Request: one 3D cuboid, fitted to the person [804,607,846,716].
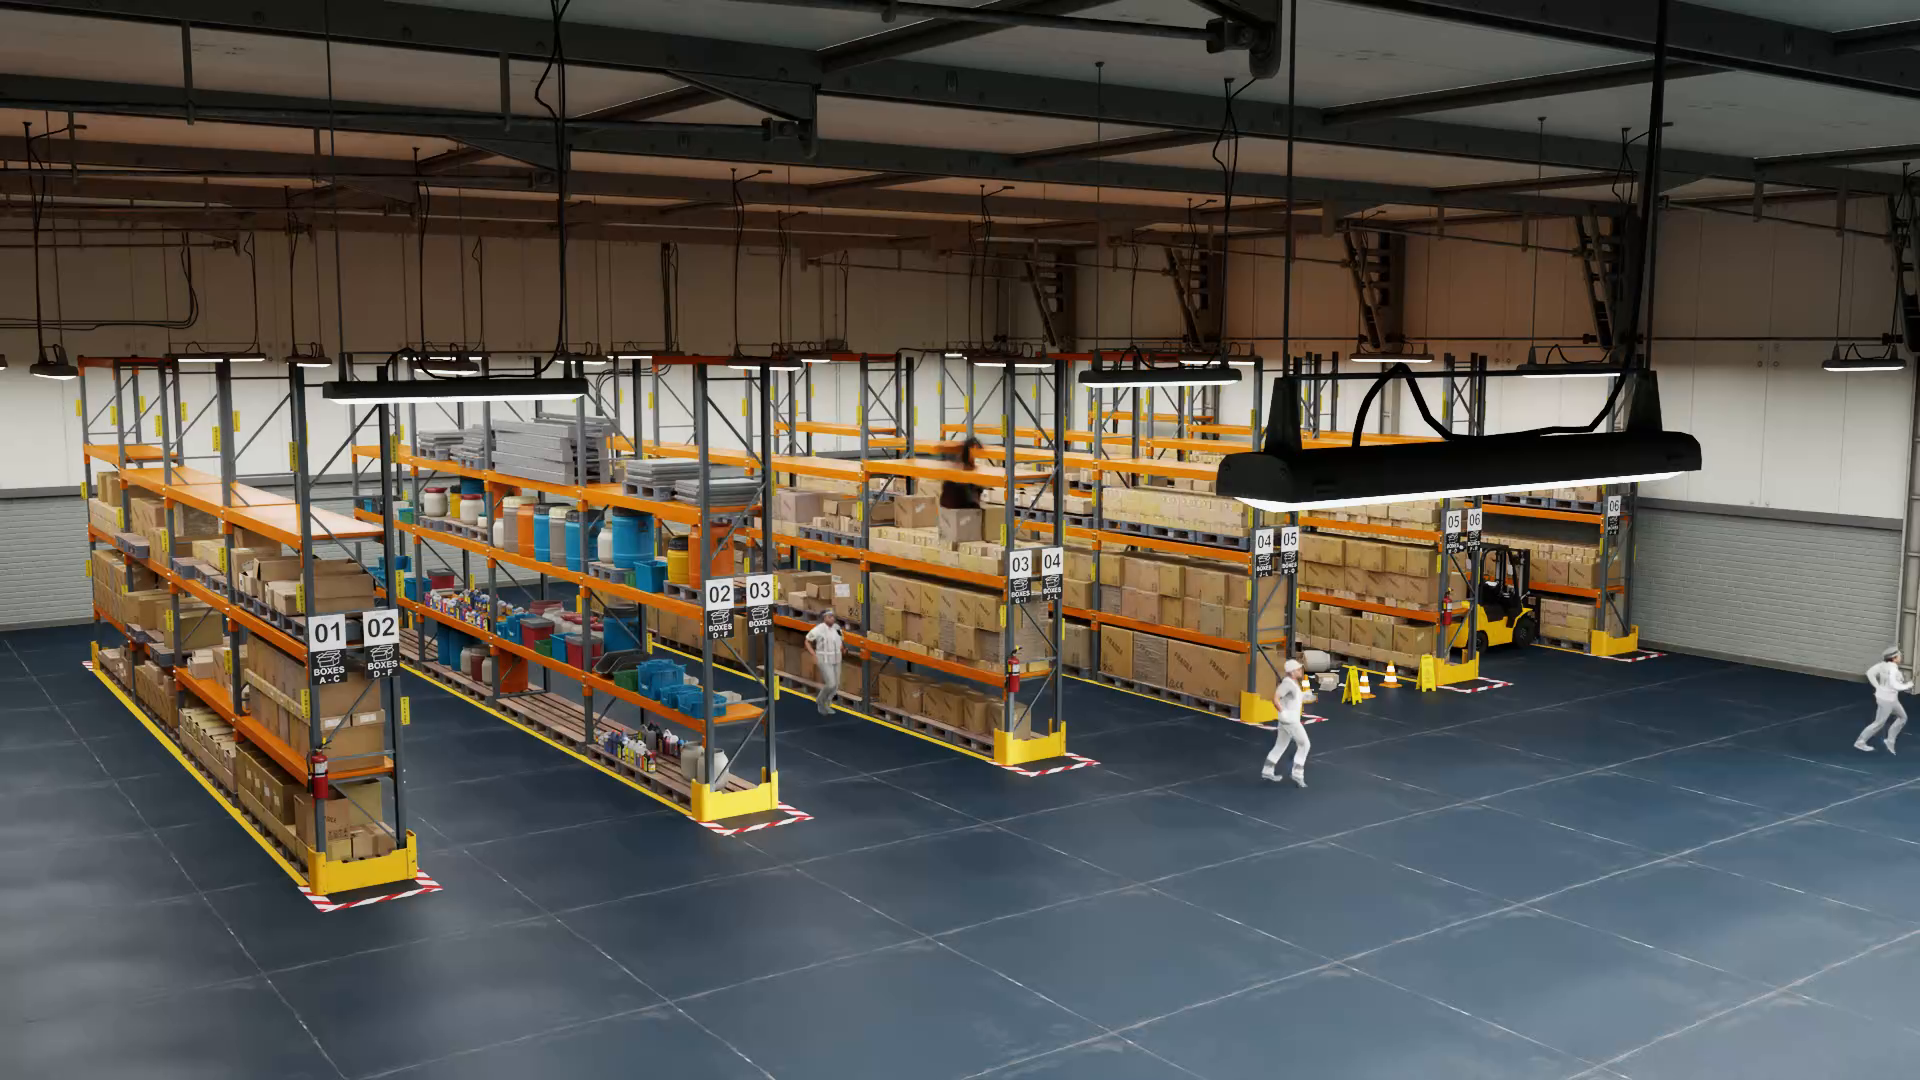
[{"bbox_3d":[-2.074,1.958,26.693,0.646,1.779,0.597,-6,9,-41],"label":"person"}]

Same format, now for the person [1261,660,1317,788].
[{"bbox_3d":[4.672,2.605,23.599,0.775,1.850,0.615,0,7,3],"label":"person"}]

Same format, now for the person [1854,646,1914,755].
[{"bbox_3d":[14.042,2.448,25.254,0.752,1.714,0.594,2,7,18],"label":"person"}]
